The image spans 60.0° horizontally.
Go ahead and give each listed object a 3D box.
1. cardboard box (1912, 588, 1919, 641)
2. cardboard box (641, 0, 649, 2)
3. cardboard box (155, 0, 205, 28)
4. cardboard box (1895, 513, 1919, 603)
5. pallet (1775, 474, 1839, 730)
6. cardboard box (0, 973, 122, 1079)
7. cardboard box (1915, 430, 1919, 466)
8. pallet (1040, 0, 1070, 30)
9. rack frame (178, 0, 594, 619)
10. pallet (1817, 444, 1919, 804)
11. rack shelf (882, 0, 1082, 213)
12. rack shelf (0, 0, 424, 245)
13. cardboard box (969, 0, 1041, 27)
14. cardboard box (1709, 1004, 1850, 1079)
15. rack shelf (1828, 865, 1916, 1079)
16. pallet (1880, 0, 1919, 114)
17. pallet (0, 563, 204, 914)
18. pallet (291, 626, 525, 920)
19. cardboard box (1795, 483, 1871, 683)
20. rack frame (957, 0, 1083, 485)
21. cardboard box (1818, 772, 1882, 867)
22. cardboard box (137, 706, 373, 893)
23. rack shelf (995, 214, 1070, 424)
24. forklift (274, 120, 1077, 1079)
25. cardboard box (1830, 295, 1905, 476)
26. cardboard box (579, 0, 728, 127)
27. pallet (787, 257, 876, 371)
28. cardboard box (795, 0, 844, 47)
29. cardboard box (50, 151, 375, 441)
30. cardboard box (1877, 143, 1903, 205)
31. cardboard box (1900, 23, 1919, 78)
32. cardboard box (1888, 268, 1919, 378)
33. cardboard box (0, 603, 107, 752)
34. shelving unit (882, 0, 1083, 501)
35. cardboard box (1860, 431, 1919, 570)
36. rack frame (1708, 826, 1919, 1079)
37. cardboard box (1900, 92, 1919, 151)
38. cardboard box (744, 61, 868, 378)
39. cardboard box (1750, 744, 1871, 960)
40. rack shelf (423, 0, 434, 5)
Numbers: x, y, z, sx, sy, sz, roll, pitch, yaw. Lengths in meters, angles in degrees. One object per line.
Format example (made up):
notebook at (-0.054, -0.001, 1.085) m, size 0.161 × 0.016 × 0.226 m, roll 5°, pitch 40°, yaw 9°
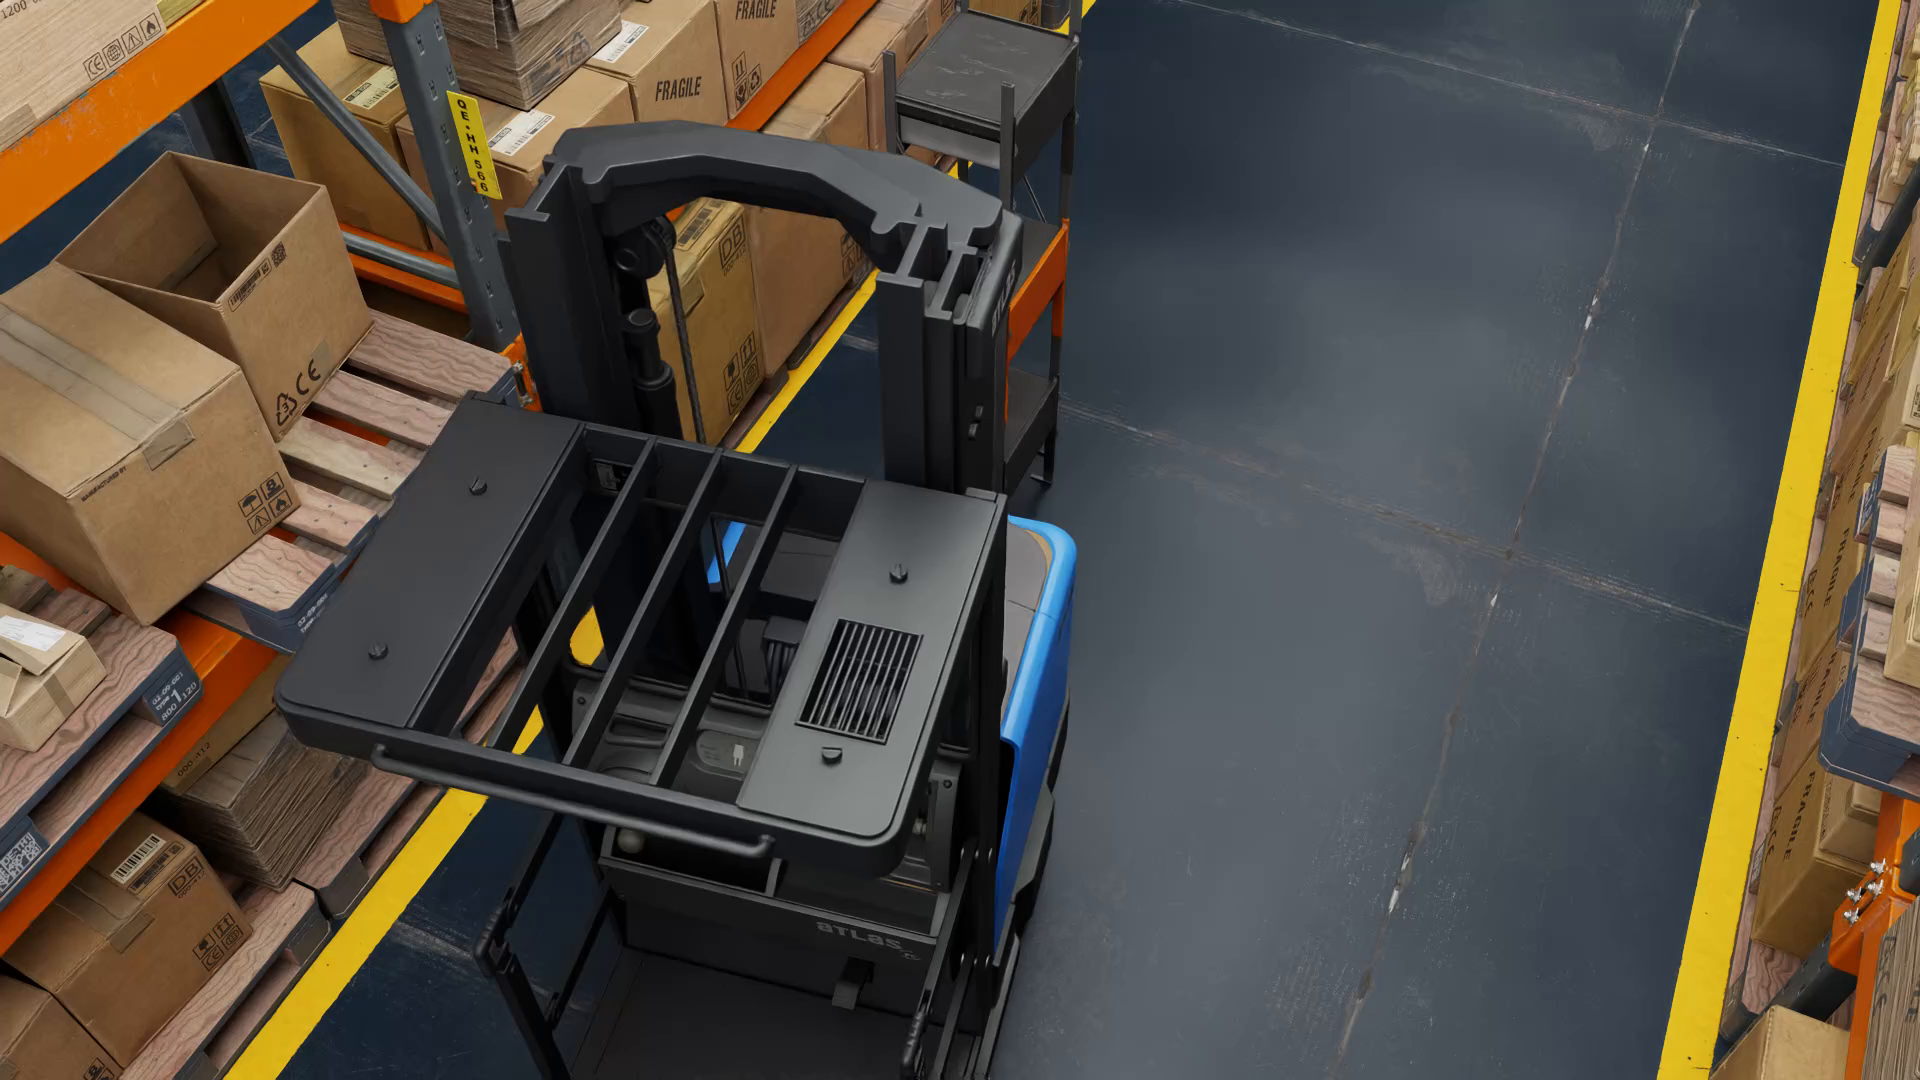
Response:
cardboard box at (2.439, 0.165, 3.834) m, size 0.380 × 0.149 × 0.250 m, roll 21°, pitch 53°, yaw 17°
cardboard box at (-1.194, -2.182, 5.413) m, size 0.797 × 0.503 × 0.637 m, roll 21°, pitch 53°, yaw 17°
cardboard box at (-1.783, -1.395, 3.596) m, size 0.500 × 0.250 × 0.500 m, roll 20°, pitch 52°, yaw 16°
cardboard box at (2.542, 0.090, 4.093) m, size 0.380 × 0.149 × 0.250 m, roll 20°, pitch 52°, yaw 16°
pallet at (3.497, 0.334, 5.827) m, size 1.003 × 0.211 × 1.213 m, roll 20°, pitch 52°, yaw 16°
cardboard box at (-2.770, 1.420, 4.425) m, size 0.700 × 0.500 × 0.500 m, roll 16°, pitch 51°, yaw 13°
cardboard box at (2.762, -0.257, 4.389) m, size 0.380 × 0.149 × 0.250 m, roll 19°, pitch 52°, yaw 16°
pallet at (0.303, -3.228, 8.858) m, size 1.003 × 0.211 × 1.213 m, roll 20°, pitch 52°, yaw 16°
rack frame at (-1.802, -0.879, 5.028) m, size 1.000 × 3.000 × 0.127 m, roll 20°, pitch 52°, yaw 16°
pallet at (2.848, 0.341, 4.116) m, size 1.213 × 0.211 × 1.003 m, roll 20°, pitch 52°, yaw 16°
rack shelf at (0.071, -1.239, 5.025) m, size 0.431 × 0.518 × 0.480 m, roll 20°, pitch 52°, yaw 16°
rack shelf at (-2.656, -0.240, 2.988) m, size 1.077 × 0.370 × 4.000 m, roll 20°, pitch 52°, yaw 16°
cardboard box at (-0.348, -2.633, 7.641) m, size 1.225 × 0.875 × 0.875 m, roll 20°, pitch 52°, yaw 16°
cardboard box at (2.298, 1.788, 3.961) m, size 1.050 × 0.750 × 0.750 m, roll 19°, pitch 52°, yaw 16°
rack shelf at (1.785, 2.415, 2.698) m, size 1.077 × 0.370 × 4.000 m, roll 20°, pitch 52°, yaw 16°
pallet at (5.123, -2.363, 8.122) m, size 1.003 × 0.211 × 1.213 m, roll 20°, pitch 52°, yaw 16°
pallet at (-2.611, 0.560, 3.930) m, size 1.003 × 0.211 × 1.213 m, roll 20°, pitch 52°, yaw 16°
pallet at (-2.137, 0.563, 5.633) m, size 1.003 × 0.211 × 1.213 m, roll 20°, pitch 52°, yaw 16°
cardboard box at (3.121, 0.215, 5.463) m, size 0.500 × 0.500 × 0.500 m, roll 18°, pitch 52°, yaw 14°
rack frame at (0.175, -0.962, 5.690) m, size 0.400 × 2.100 × 0.015 m, roll 20°, pitch 52°, yaw 16°
cardboard box at (2.695, 0.679, 4.576) m, size 0.500 × 0.250 × 0.500 m, roll 19°, pitch 52°, yaw 15°
cardboard box at (-2.295, 0.643, 5.086) m, size 0.700 × 0.500 × 0.500 m, roll 16°, pitch 51°, yaw 13°
rack shelf at (0.071, -0.786, 5.558) m, size 0.431 × 0.518 × 0.480 m, roll 20°, pitch 52°, yaw 16°
forklift at (-0.513, 0.703, 3.728) m, size 1.130 × 2.935 × 3.031 m, roll 11°, pitch 51°, yaw 10°
cardboard box at (3.568, -0.488, 6.062) m, size 0.500 × 0.500 × 0.500 m, roll 22°, pitch 53°, yaw 18°
cardboard box at (-1.130, -1.513, 5.502) m, size 0.500 × 0.500 × 0.500 m, roll 19°, pitch 52°, yaw 15°
pallet at (-0.874, -1.330, 7.243) m, size 1.003 × 0.211 × 1.213 m, roll 20°, pitch 52°, yaw 16°
cardboard box at (-0.699, -2.211, 6.096) m, size 0.500 × 0.500 × 0.500 m, roll 20°, pitch 52°, yaw 16°
cardboard box at (-1.996, -0.662, 4.503) m, size 0.500 × 0.500 × 0.500 m, roll 14°, pitch 51°, yaw 12°
cardboard box at (4.208, -1.543, 7.189) m, size 0.380 × 0.149 × 0.250 m, roll 20°, pitch 53°, yaw 17°
cardboard box at (4.650, -2.256, 7.796) m, size 0.380 × 0.149 × 0.250 m, roll 20°, pitch 52°, yaw 16°
cardboard box at (3.569, -0.728, 5.773) m, size 0.500 × 0.250 × 0.500 m, roll 21°, pitch 53°, yaw 17°
cardboard box at (-2.270, 0.265, 3.868) m, size 0.396 × 0.266 × 0.258 m, roll 18°, pitch 52°, yaw 15°
shelving unit at (0.071, -0.794, 5.547) m, size 0.431 × 2.100 × 0.503 m, roll 20°, pitch 52°, yaw 16°
cardboard box at (3.132, -0.017, 5.168) m, size 0.500 × 0.250 × 0.500 m, roll 21°, pitch 53°, yaw 17°
rack frame at (2.639, 0.805, 3.596) m, size 1.000 × 3.000 × 0.127 m, roll 20°, pitch 52°, yaw 16°
cardboard box at (4.300, -1.769, 7.187) m, size 0.380 × 0.149 × 0.250 m, roll 18°, pitch 52°, yaw 14°
cardboard box at (-1.100, -1.406, 6.596) m, size 1.225 × 0.875 × 0.875 m, roll 20°, pitch 52°, yaw 16°
cardboard box at (2.684, 0.940, 4.846) m, size 0.500 × 0.500 × 0.500 m, roll 20°, pitch 52°, yaw 16°
rack shelf at (-0.947, -2.995, 5.332) m, size 1.077 × 0.370 × 4.000 m, roll 20°, pitch 52°, yaw 16°
